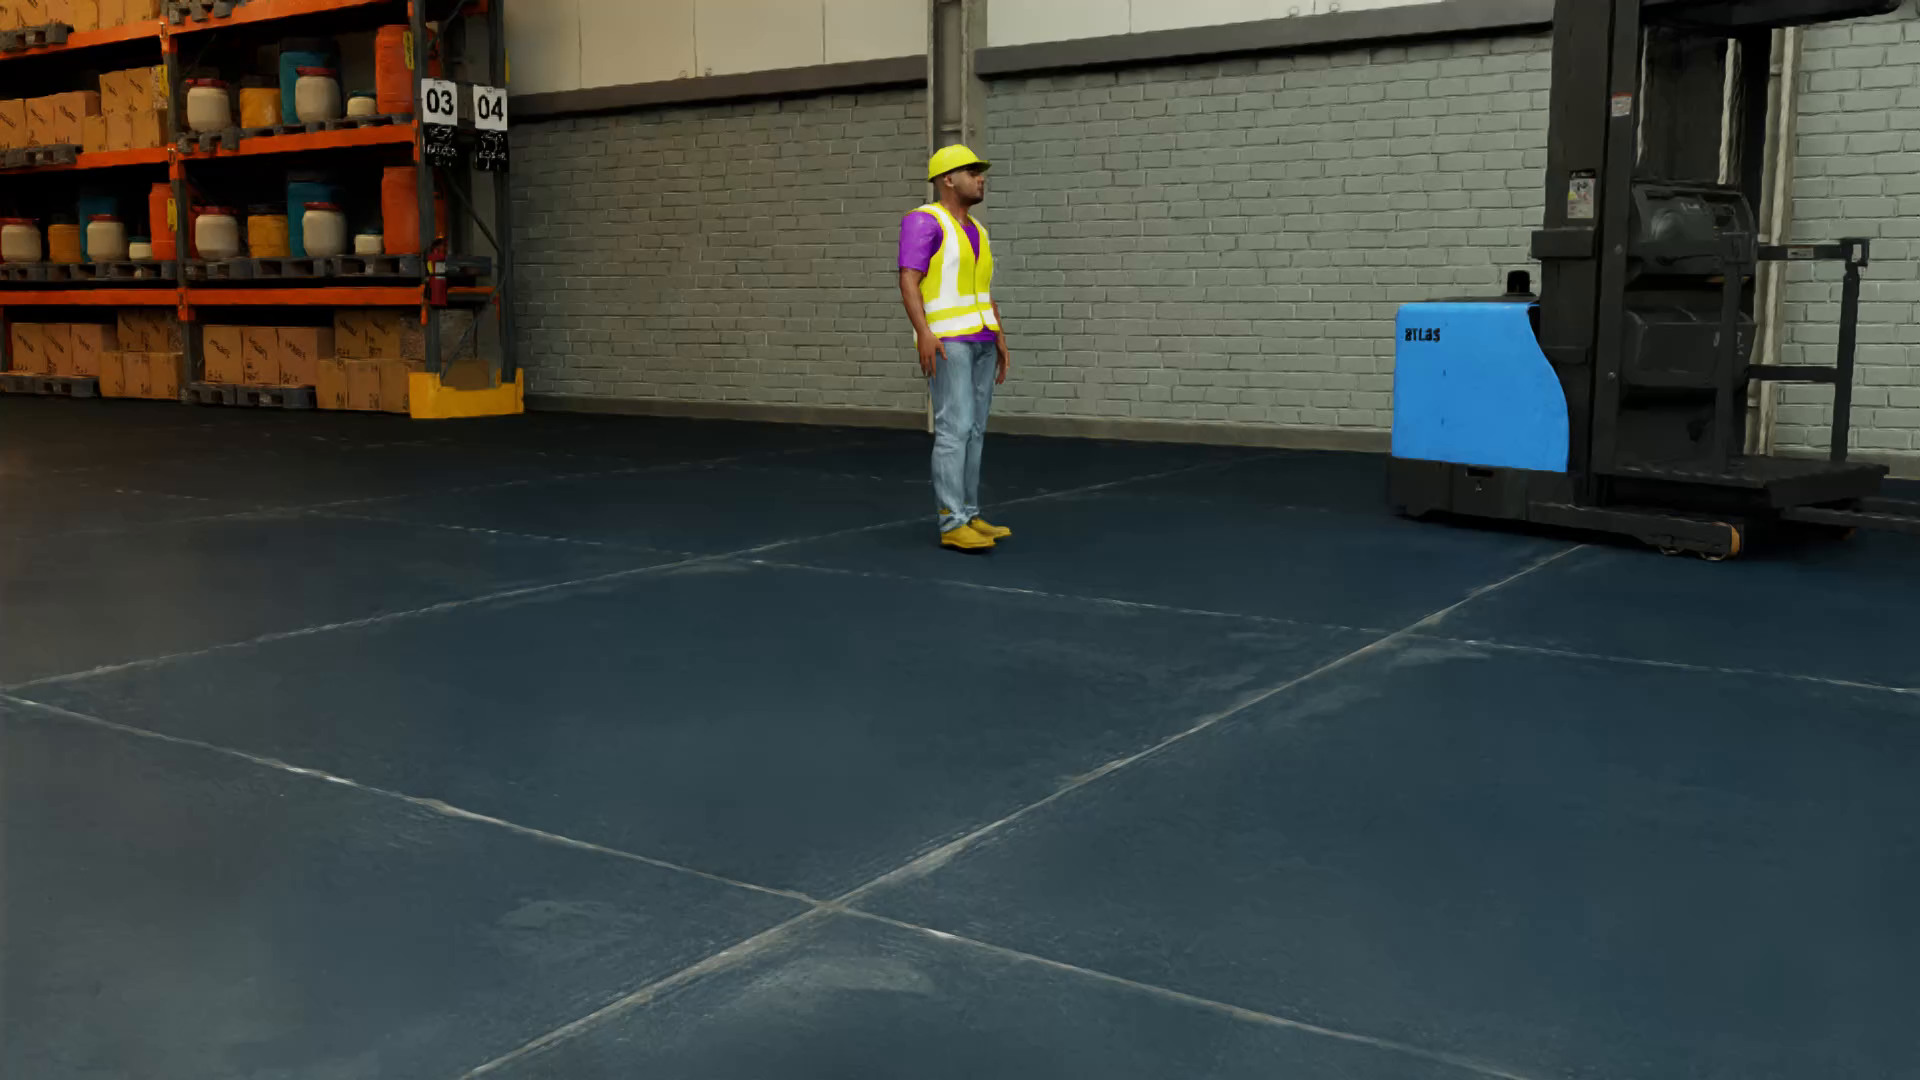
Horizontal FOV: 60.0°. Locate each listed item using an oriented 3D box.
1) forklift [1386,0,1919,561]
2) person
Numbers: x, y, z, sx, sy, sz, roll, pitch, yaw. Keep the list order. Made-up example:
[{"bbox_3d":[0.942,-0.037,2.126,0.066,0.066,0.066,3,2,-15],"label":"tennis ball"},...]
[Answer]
[{"bbox_3d":[3.428,-1.439,7.313,1.130,2.935,3.031,-6,10,-36],"label":"forklift"},{"bbox_3d":[0.055,-0.875,7.435,0.576,1.766,0.665,5,10,34],"label":"person"}]
